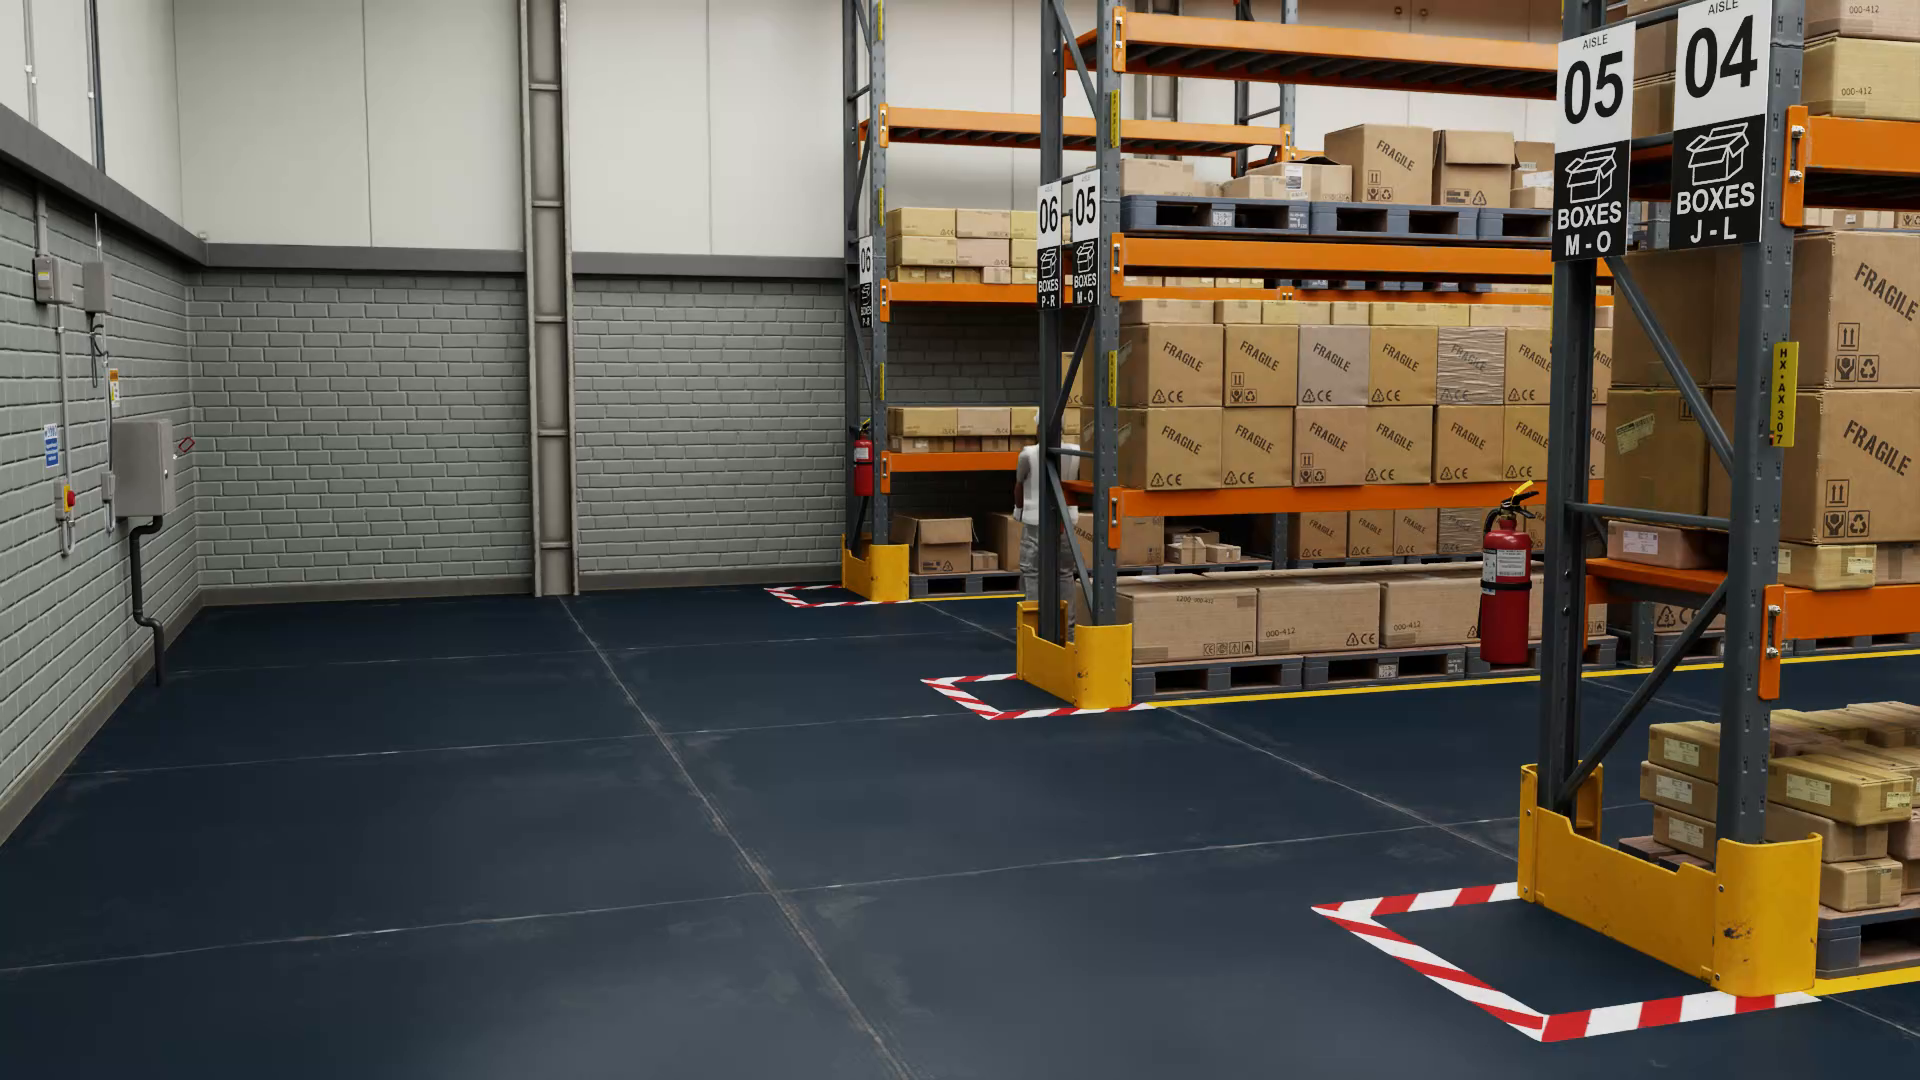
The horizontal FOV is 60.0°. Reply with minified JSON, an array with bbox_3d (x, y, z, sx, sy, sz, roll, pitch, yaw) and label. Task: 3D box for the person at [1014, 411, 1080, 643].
[{"bbox_3d":[0.617,-0.118,12.381,0.488,1.778,0.581,-2,6,-18],"label":"person"}]
